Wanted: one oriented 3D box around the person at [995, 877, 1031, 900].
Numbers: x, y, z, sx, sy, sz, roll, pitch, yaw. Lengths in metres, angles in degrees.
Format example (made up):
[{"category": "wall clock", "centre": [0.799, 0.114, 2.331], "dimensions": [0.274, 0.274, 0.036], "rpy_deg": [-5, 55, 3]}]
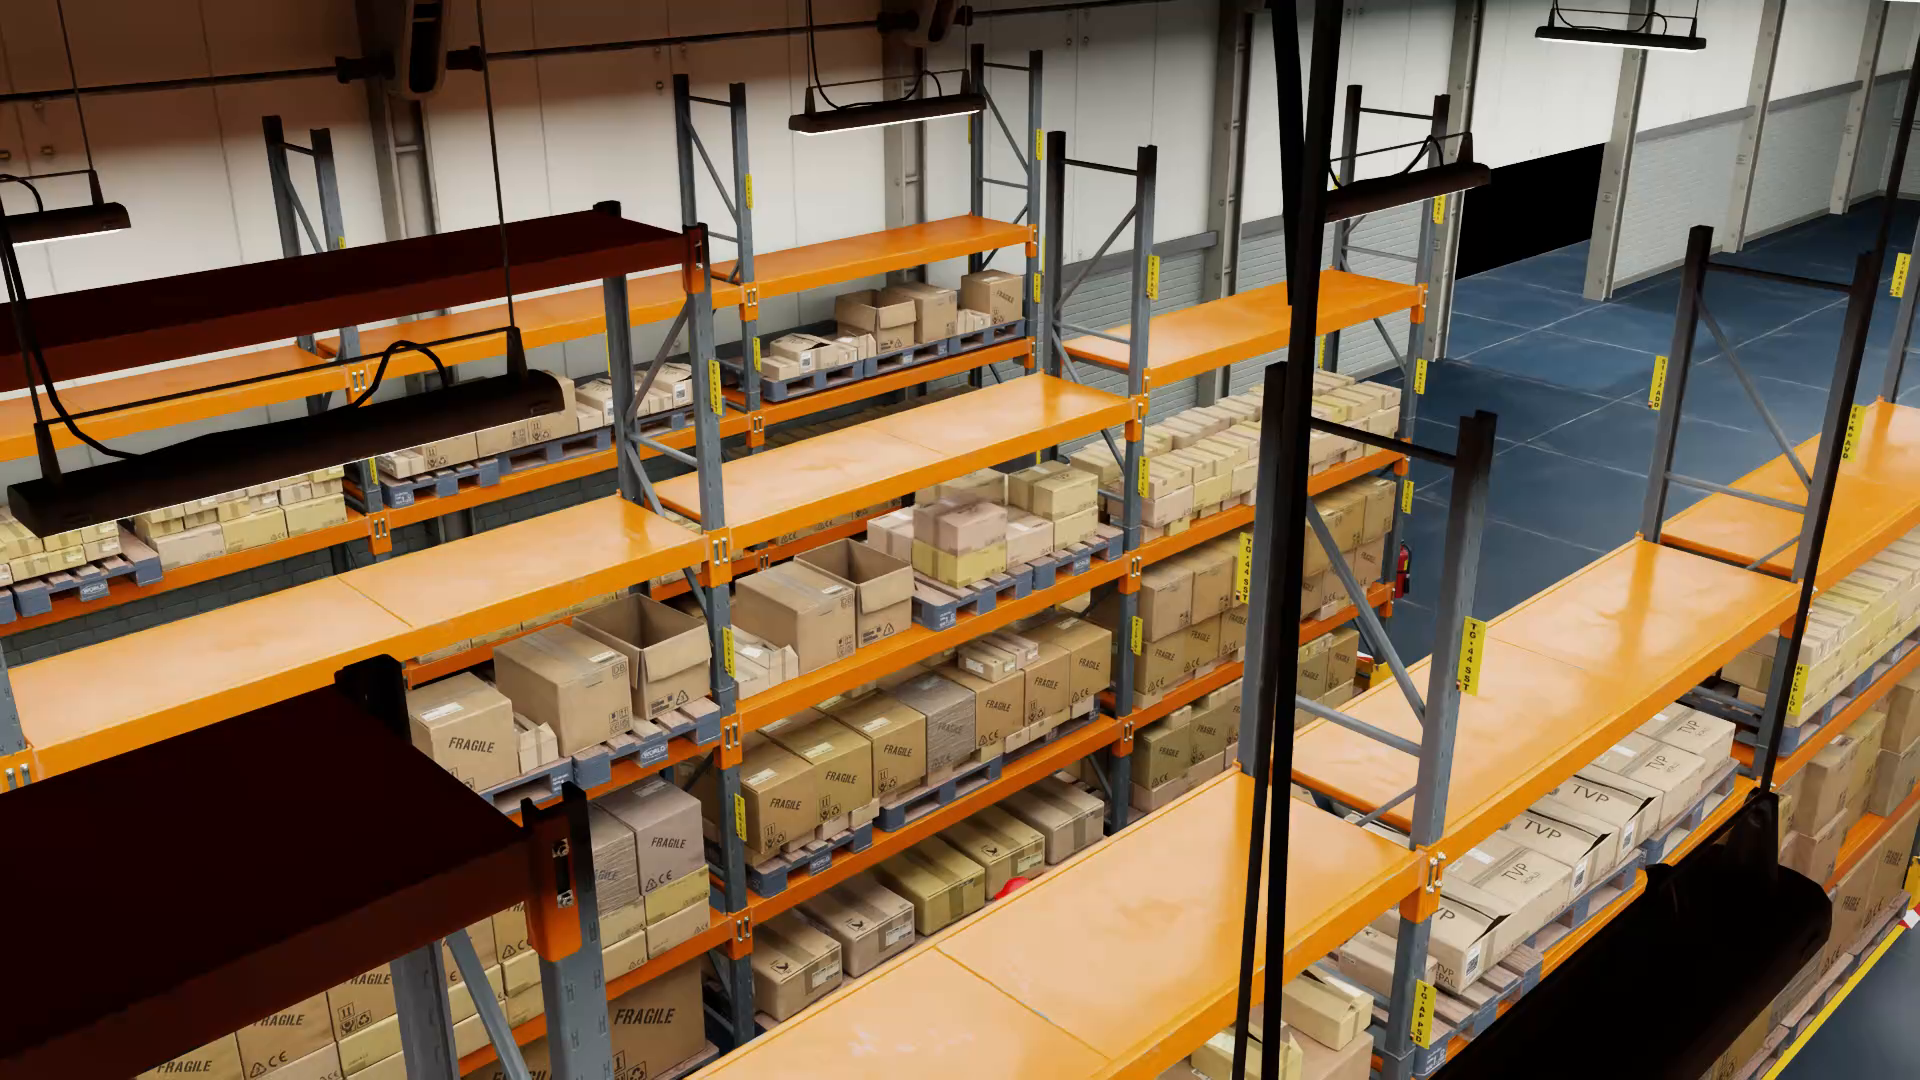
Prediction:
[{"category": "person", "centre": [0.465, 3.032, 11.157], "dimensions": [0.593, 1.785, 0.461], "rpy_deg": [20, 30, 39]}]
